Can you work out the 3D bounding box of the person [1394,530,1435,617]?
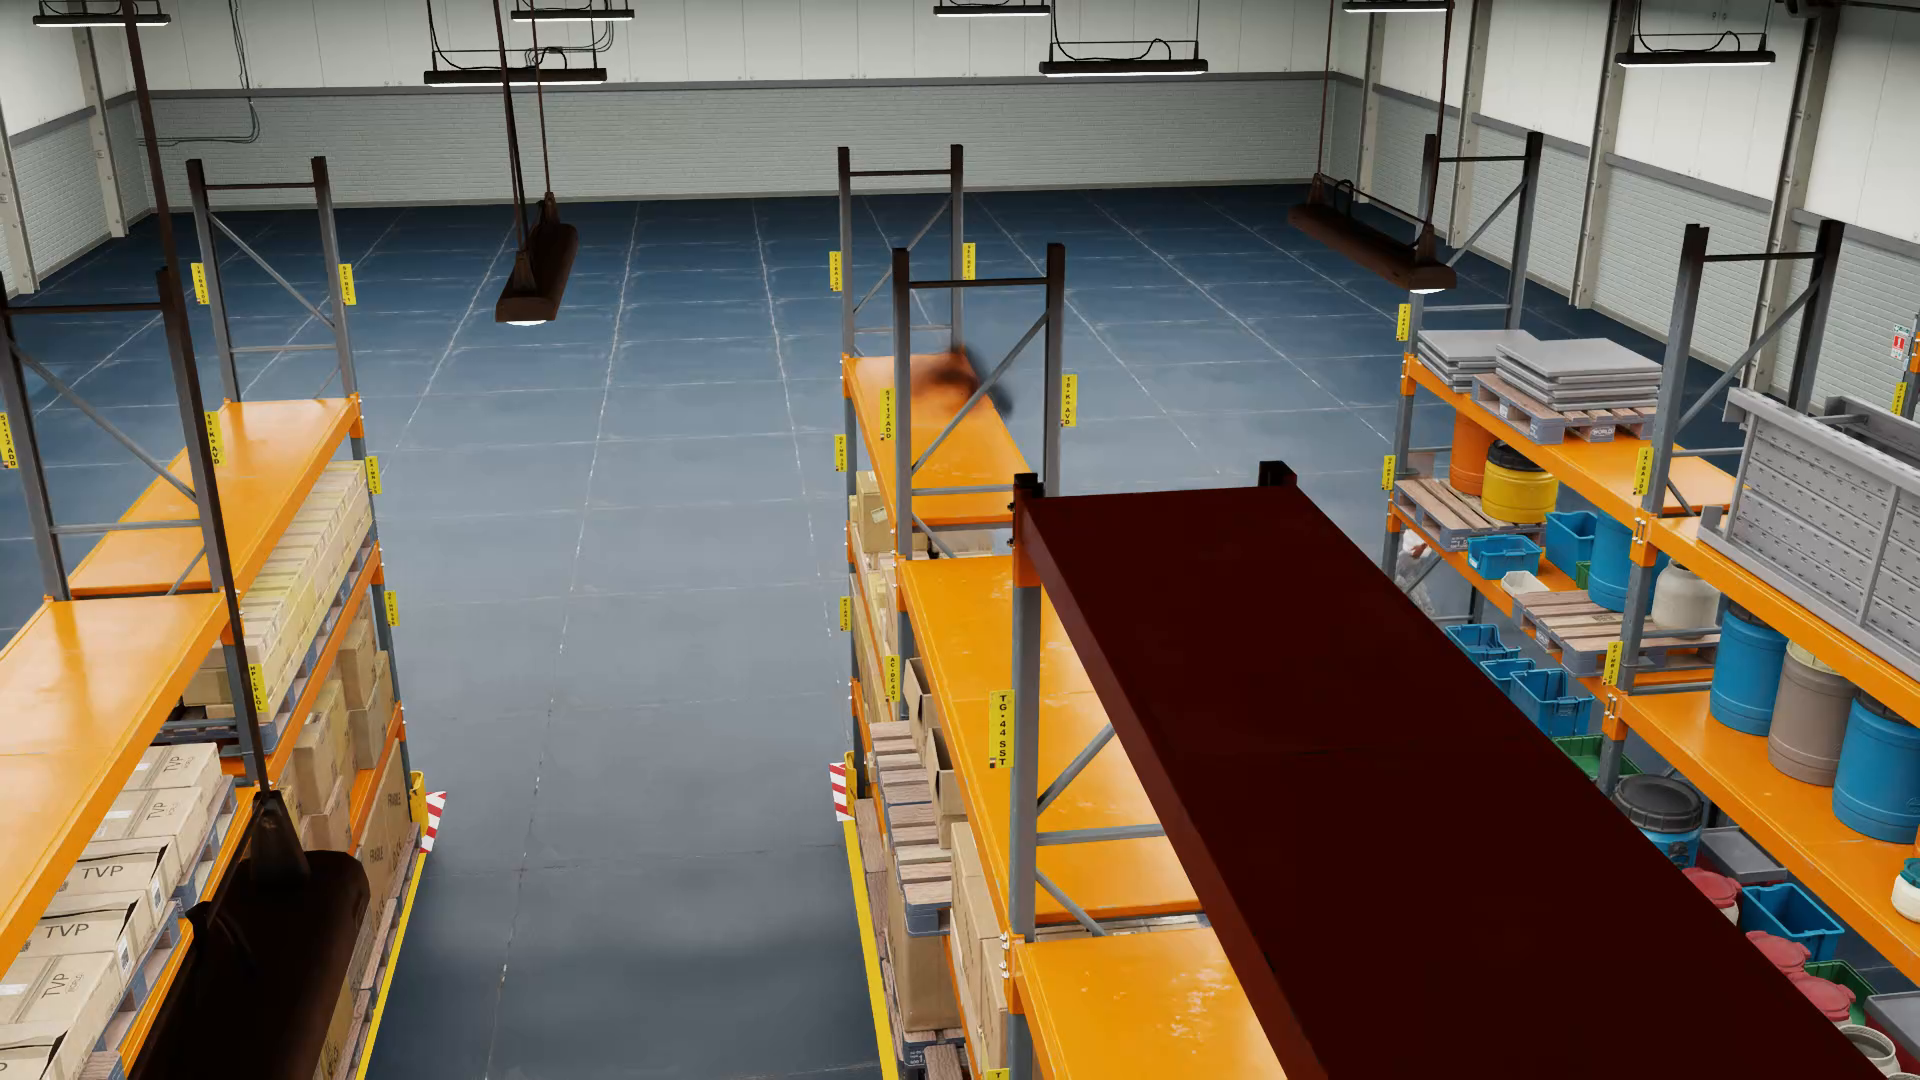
[{"bbox_3d":[5.198,0.095,19.030,0.617,1.725,0.702,8,23,20],"label":"person"}]
